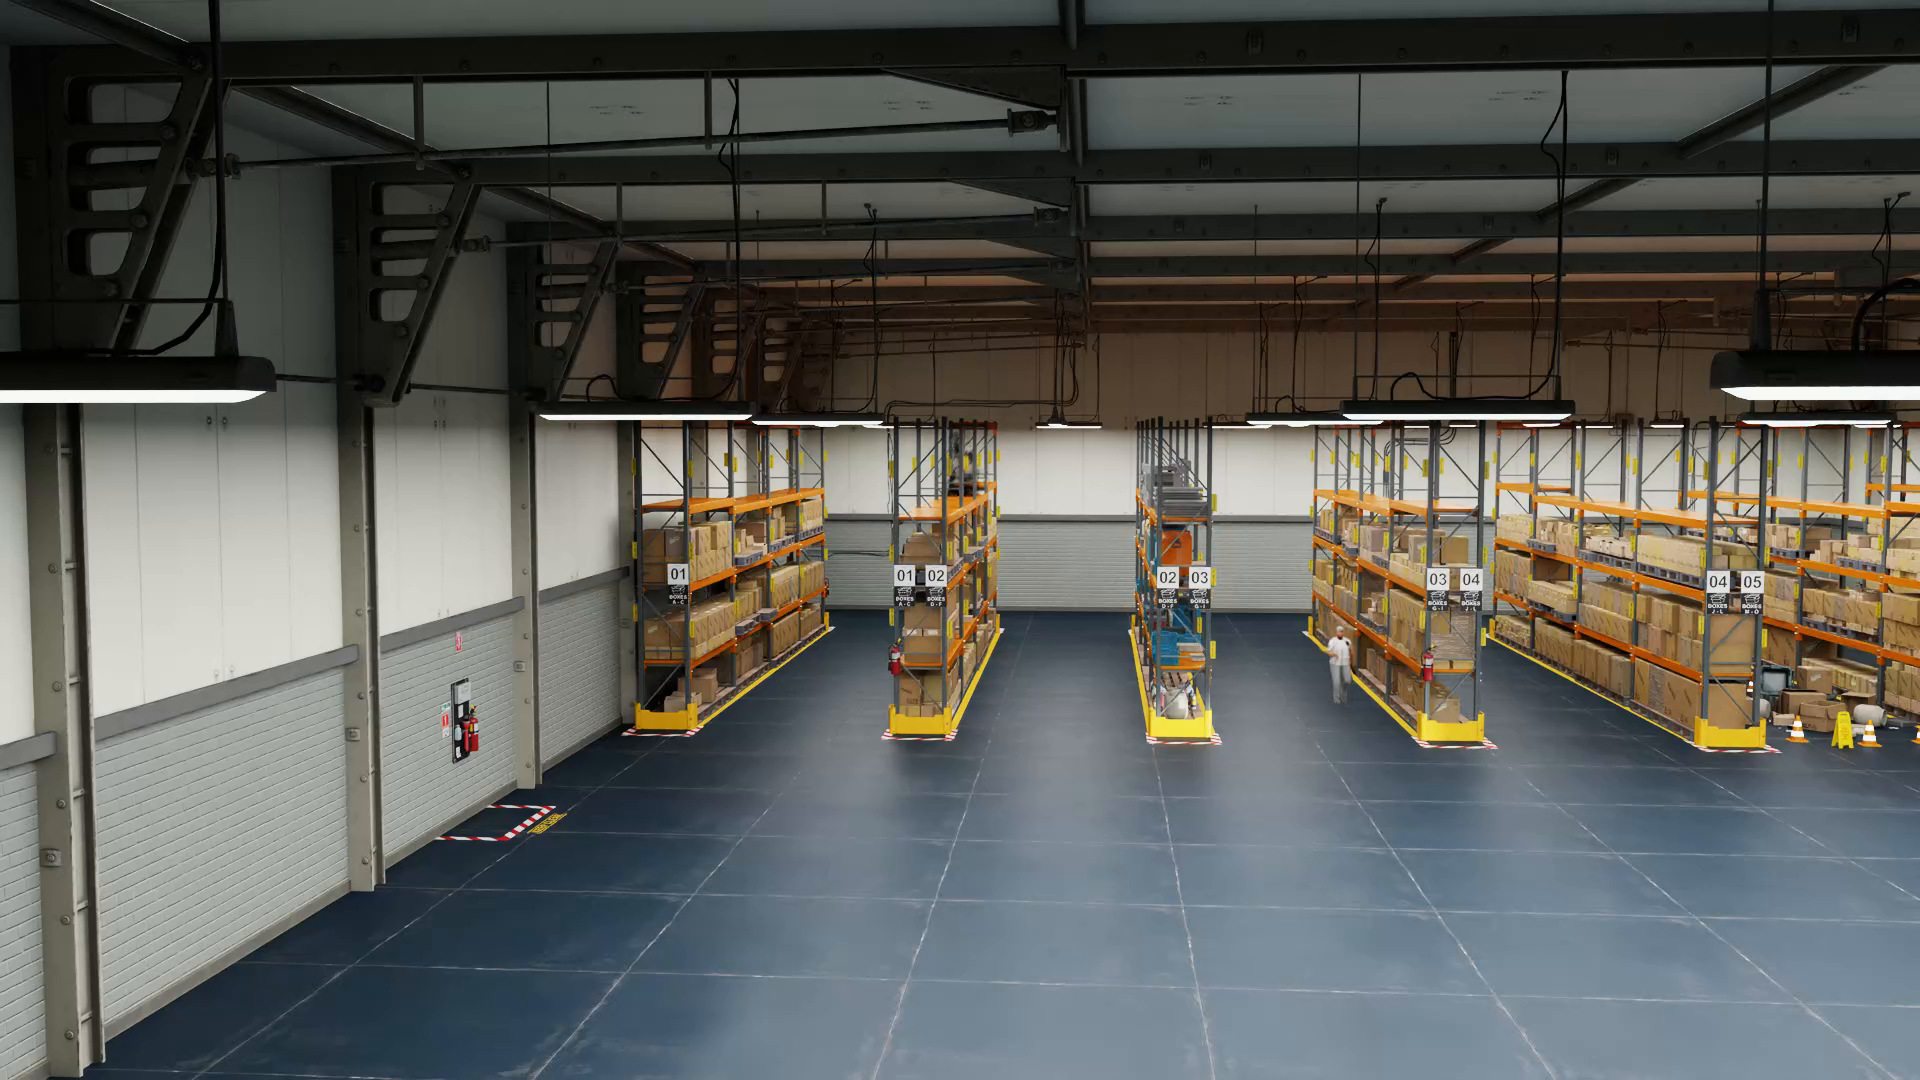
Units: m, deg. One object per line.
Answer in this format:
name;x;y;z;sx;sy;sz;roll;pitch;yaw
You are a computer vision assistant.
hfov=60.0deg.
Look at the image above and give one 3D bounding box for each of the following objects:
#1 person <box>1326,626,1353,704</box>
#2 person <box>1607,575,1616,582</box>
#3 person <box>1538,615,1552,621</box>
person;7.988;2.626;34.851;0.591;1.638;0.576;0;4;1
person;18.521;1.819;47.325;0.758;1.713;0.577;0;4;2
person;16.489;1.804;46.889;0.705;1.716;0.701;-2;4;-27
